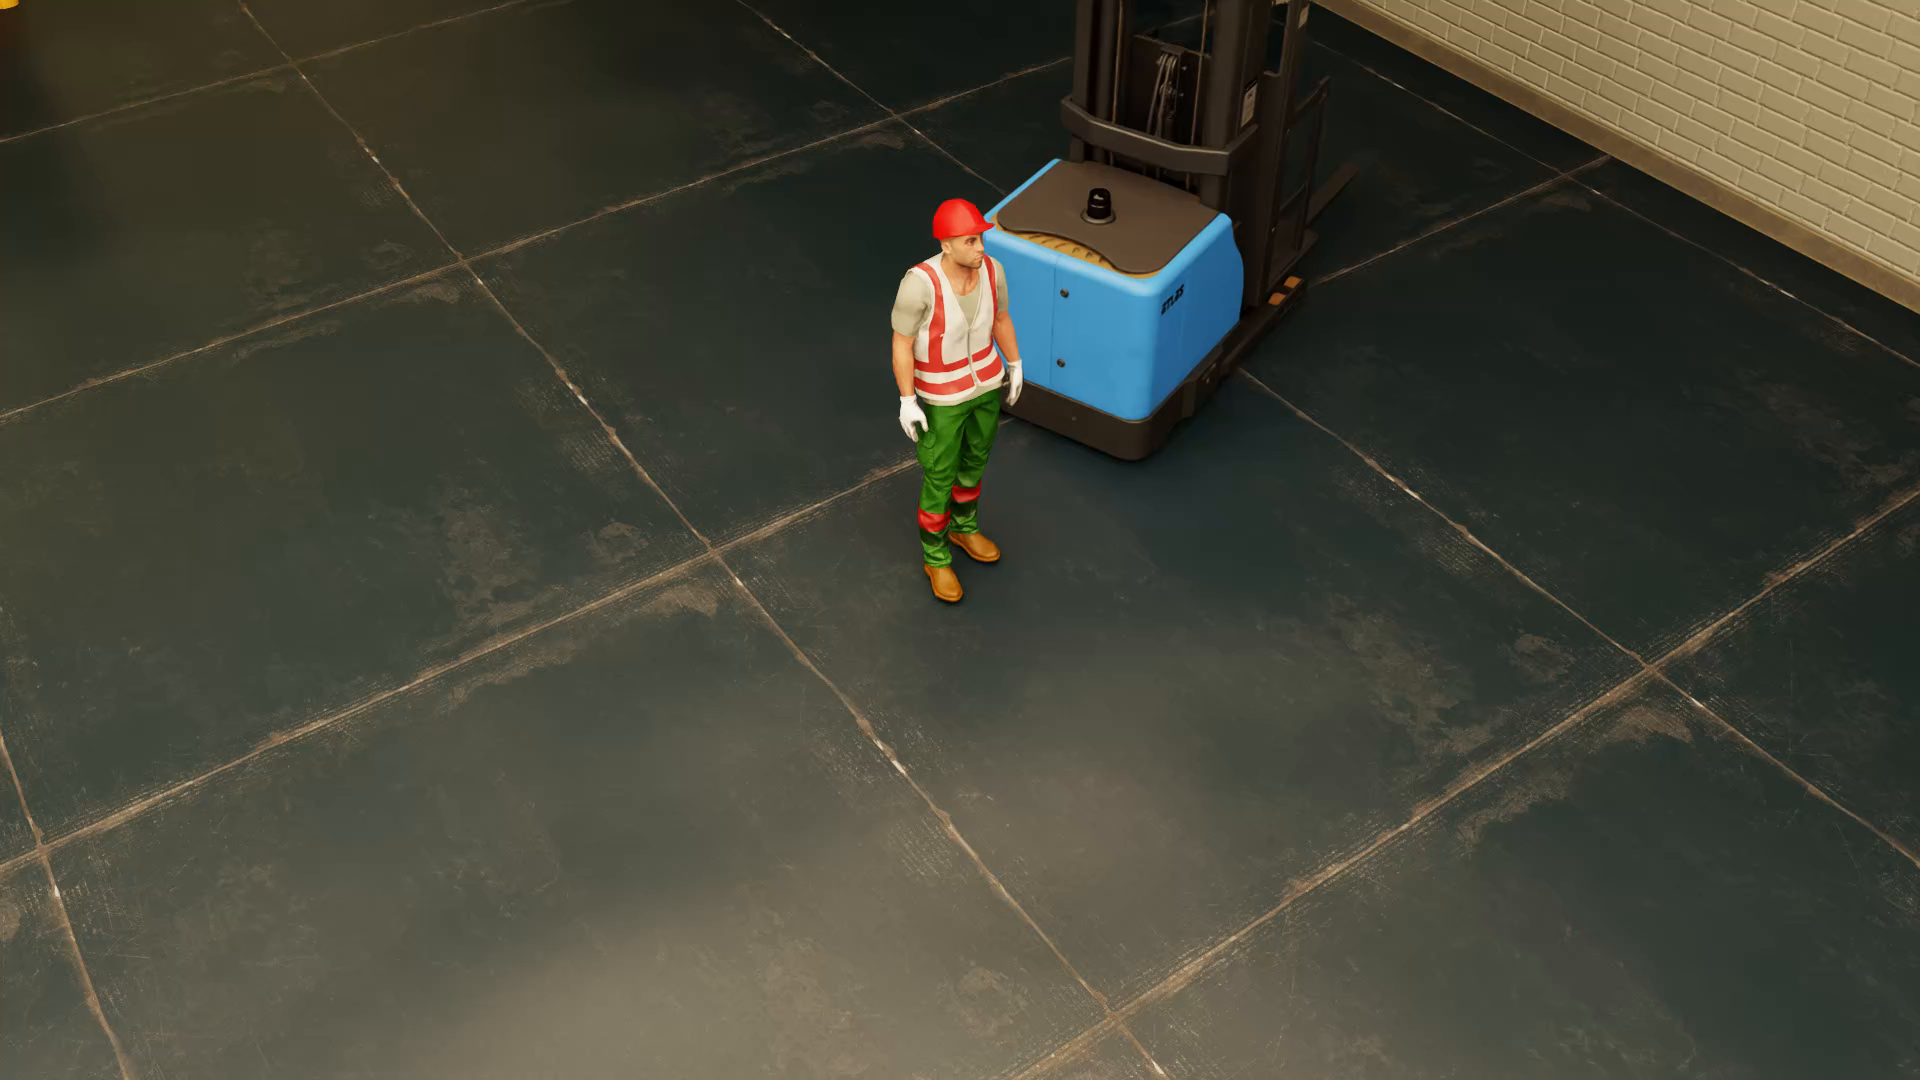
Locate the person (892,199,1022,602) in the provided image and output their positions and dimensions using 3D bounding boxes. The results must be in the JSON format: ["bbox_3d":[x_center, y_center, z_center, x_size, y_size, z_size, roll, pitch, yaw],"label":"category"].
[{"bbox_3d":[0.038,-0.614,7.214,0.638,1.790,0.561,-25,48,-25],"label":"person"}]

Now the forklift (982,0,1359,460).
[{"bbox_3d":[1.281,-2.439,8.362,1.130,2.935,3.031,24,48,24],"label":"forklift"}]
